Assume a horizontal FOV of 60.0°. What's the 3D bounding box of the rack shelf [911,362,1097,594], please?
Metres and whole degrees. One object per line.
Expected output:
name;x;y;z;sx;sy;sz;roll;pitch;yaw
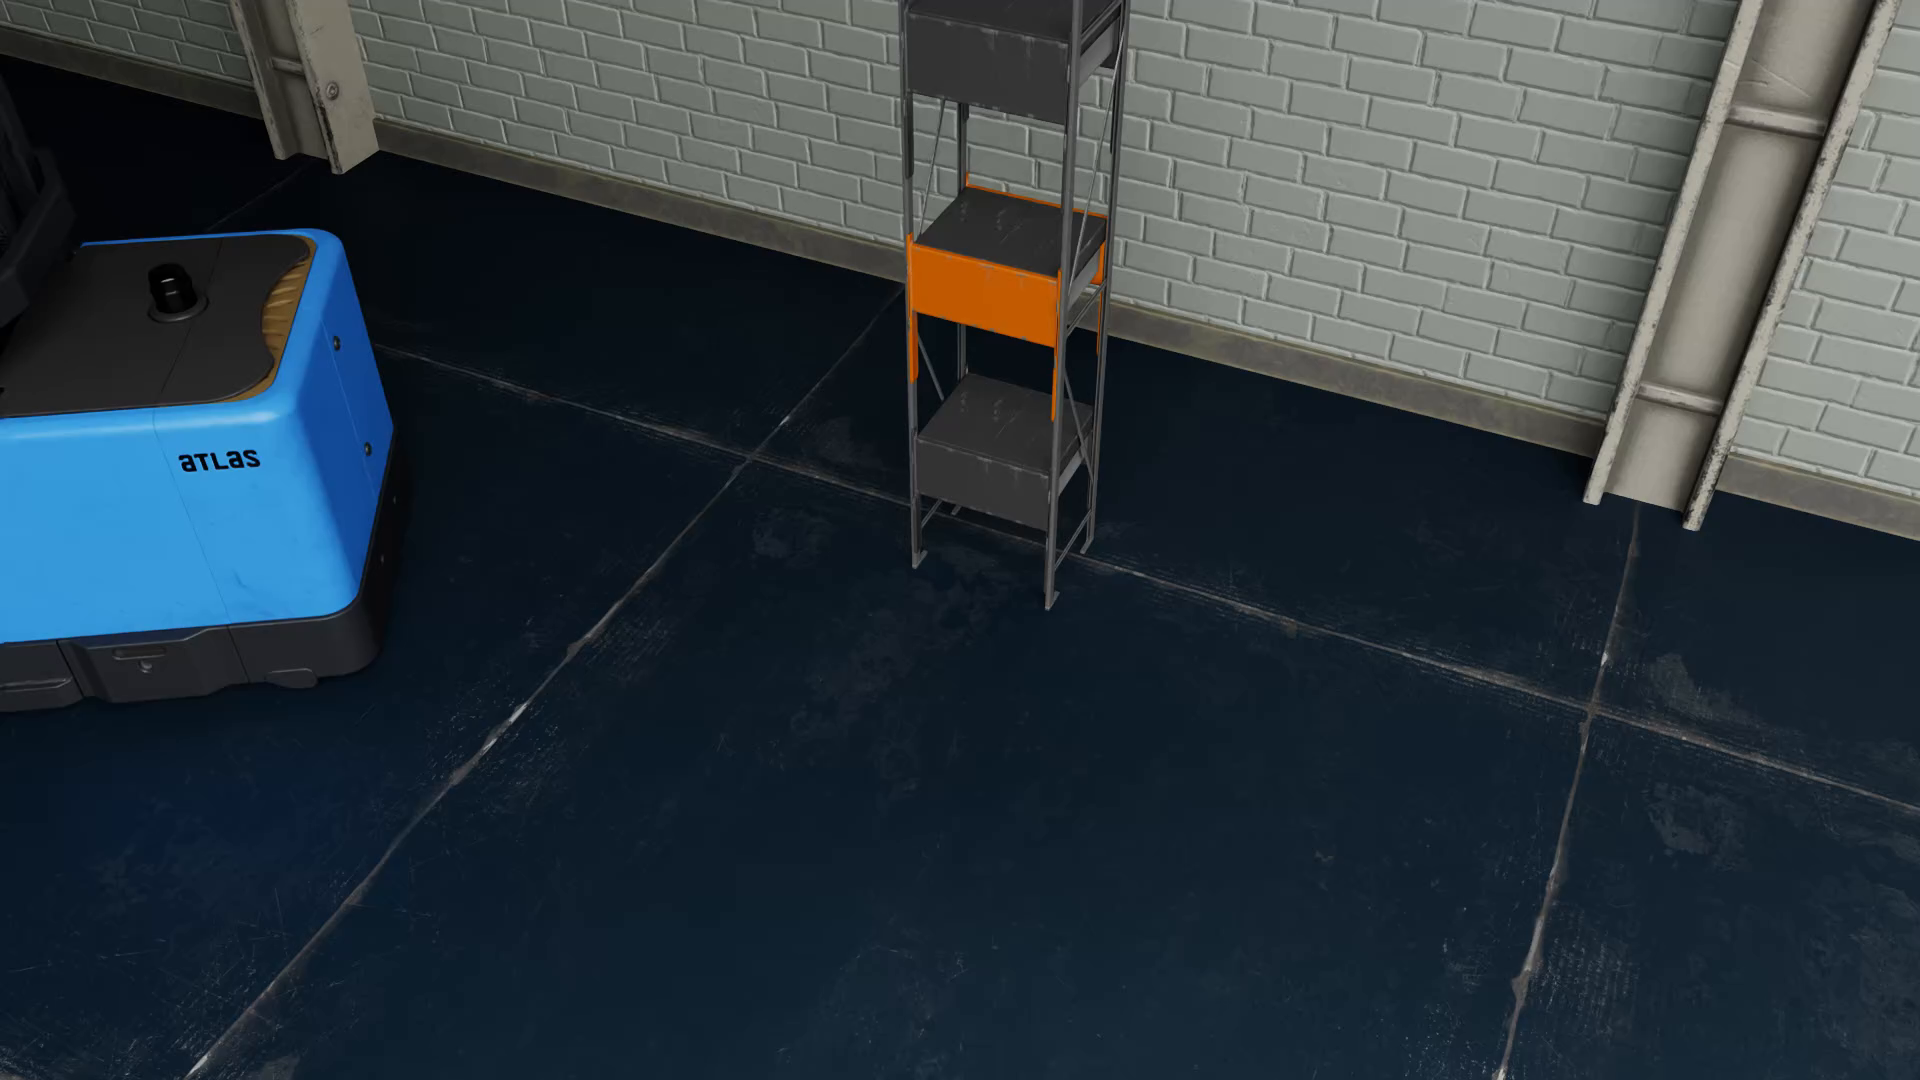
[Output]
rack shelf;0.150;-0.208;5.477;0.480;0.518;0.431;17;44;19

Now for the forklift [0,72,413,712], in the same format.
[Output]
forklift;-3.384;-0.859;4.503;3.031;2.935;1.130;-5;41;-5

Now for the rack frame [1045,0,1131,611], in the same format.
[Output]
rack frame;0.371;-0.680;4.931;0.015;2.100;0.400;17;44;19

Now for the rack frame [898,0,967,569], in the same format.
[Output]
rack frame;-0.071;-0.815;5.087;0.015;2.100;0.400;17;44;19

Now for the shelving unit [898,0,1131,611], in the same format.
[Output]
shelving unit;0.150;-0.748;5.009;0.503;2.100;0.431;17;44;19

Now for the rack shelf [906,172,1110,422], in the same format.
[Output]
rack shelf;0.150;-0.737;5.018;0.480;0.518;0.431;17;44;19

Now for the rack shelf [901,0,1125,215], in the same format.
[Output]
rack shelf;0.150;-1.266;4.560;0.480;0.518;0.431;17;44;19

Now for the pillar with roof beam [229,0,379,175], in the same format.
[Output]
pillar with roof beam;-4.803;-2.682;1.973;0.400;9.000;9.100;17;44;19
